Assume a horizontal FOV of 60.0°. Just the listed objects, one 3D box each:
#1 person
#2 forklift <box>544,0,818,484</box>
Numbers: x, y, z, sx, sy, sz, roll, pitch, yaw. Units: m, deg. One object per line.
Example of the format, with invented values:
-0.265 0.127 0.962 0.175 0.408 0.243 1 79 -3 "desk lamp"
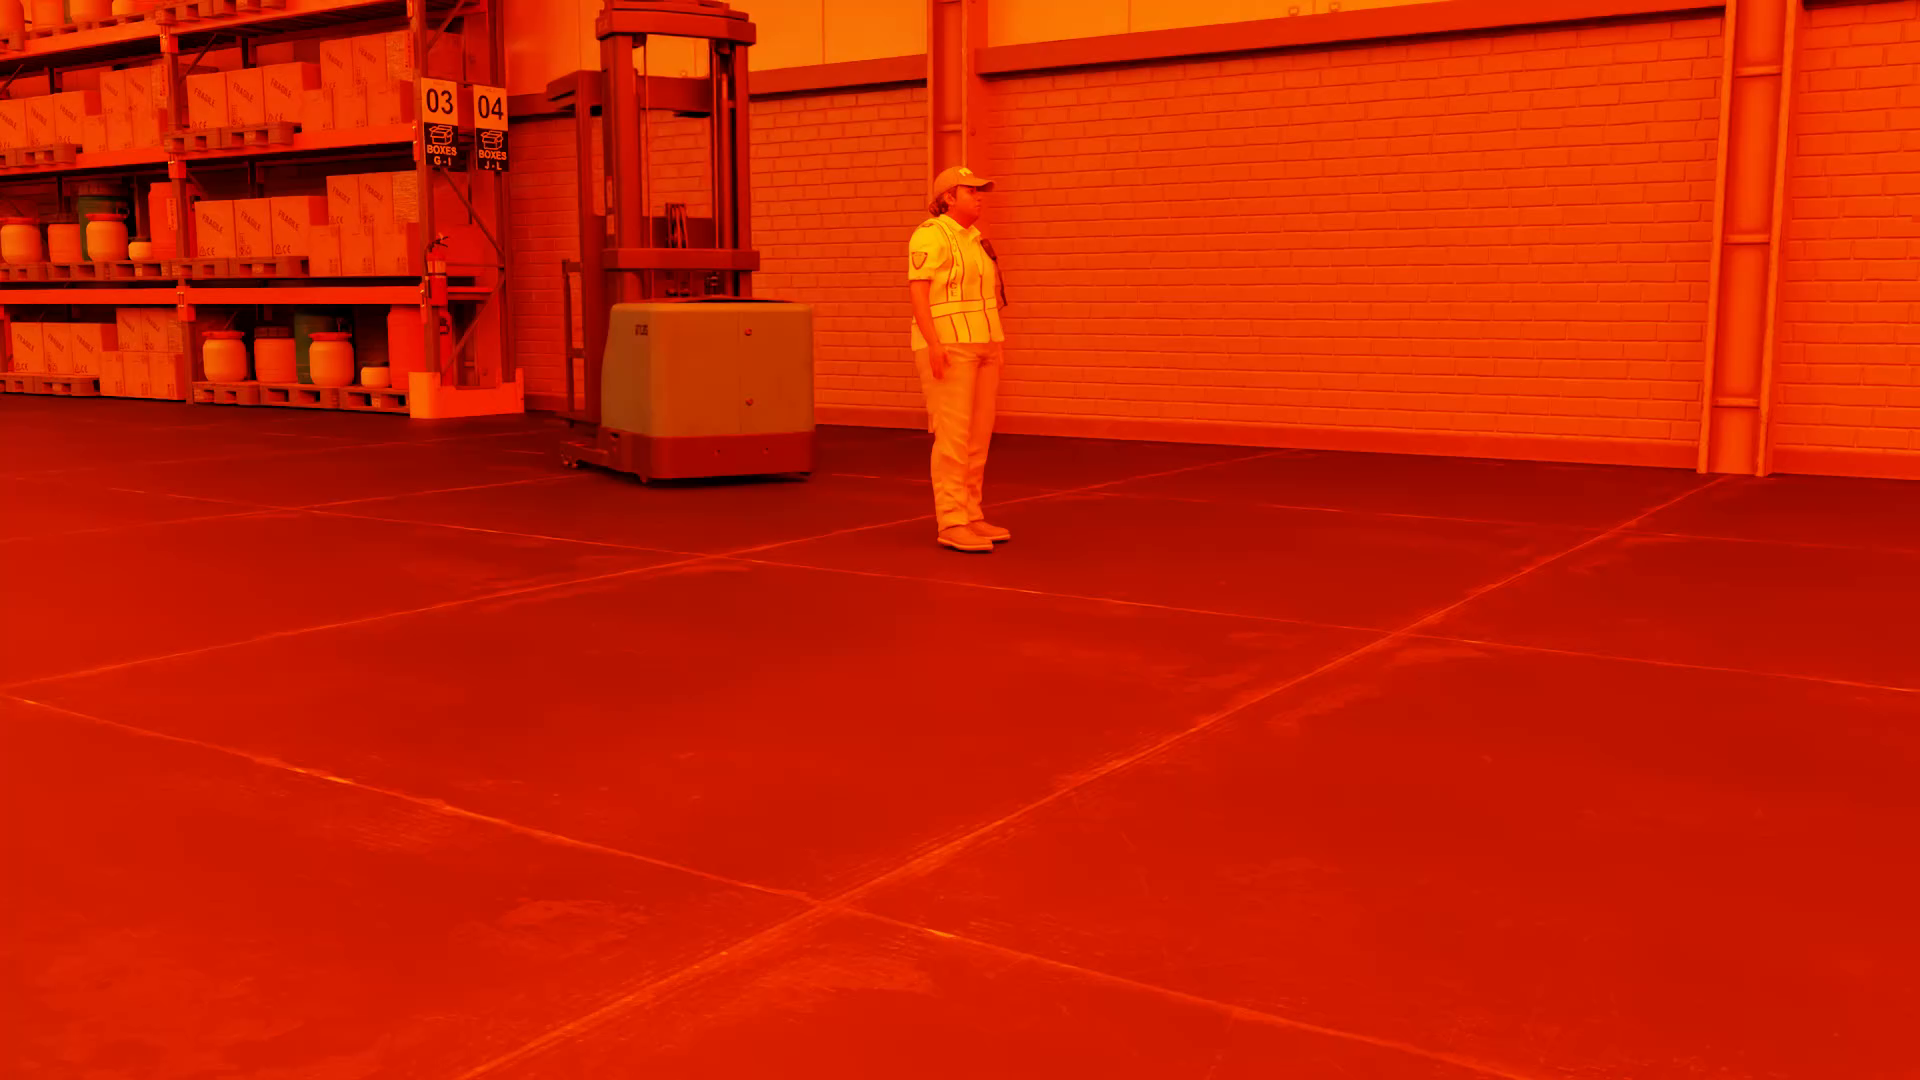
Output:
0.051 -0.824 7.424 0.529 1.670 0.599 5 10 34 "person"
-2.020 -1.947 10.888 1.130 2.935 3.031 -5 9 -29 "forklift"
